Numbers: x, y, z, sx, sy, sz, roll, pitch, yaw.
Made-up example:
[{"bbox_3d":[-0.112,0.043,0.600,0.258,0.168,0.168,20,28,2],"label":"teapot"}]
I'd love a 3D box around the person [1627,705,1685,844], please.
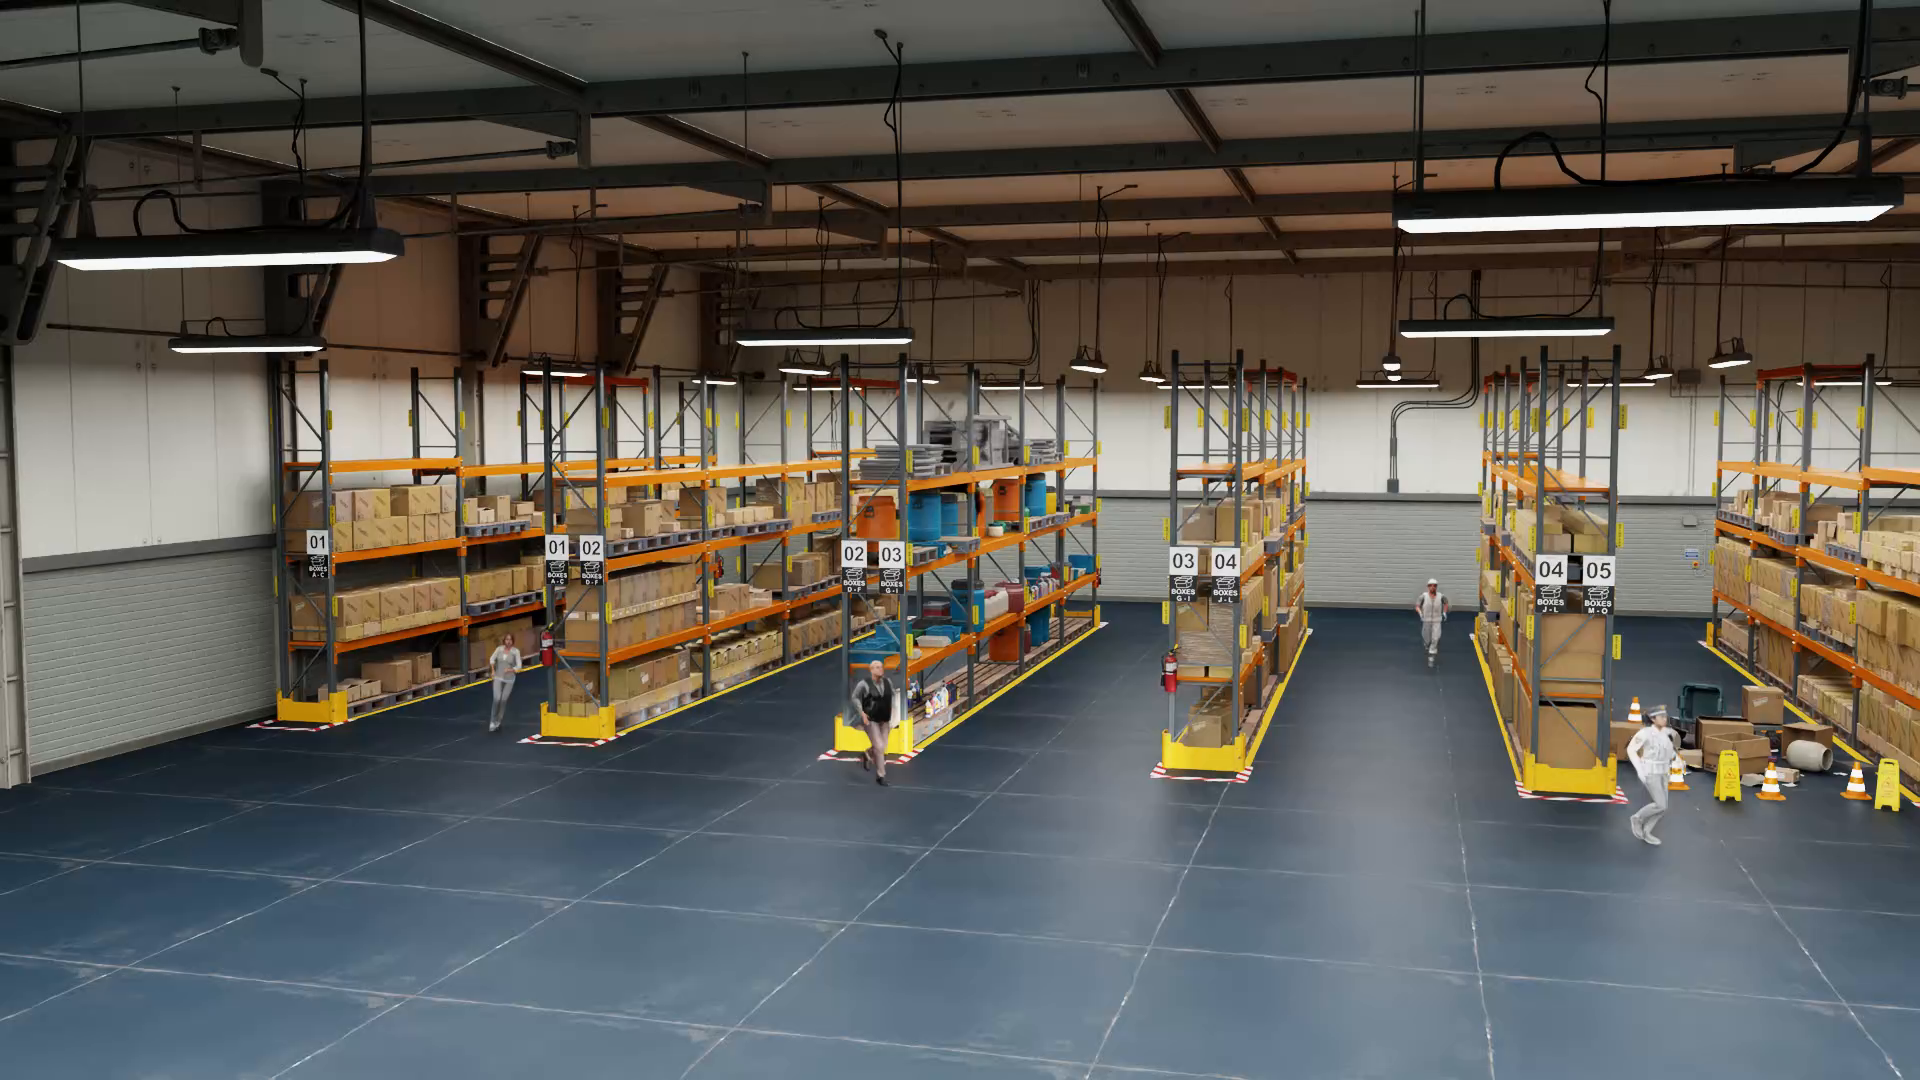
[{"bbox_3d":[8.242,2.766,19.639,0.630,1.658,0.538,-2,5,-28],"label":"person"}]

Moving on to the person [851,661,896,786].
[{"bbox_3d":[-1.192,2.506,23.058,0.652,1.705,0.819,-3,5,-34],"label":"person"}]

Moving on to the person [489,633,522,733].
[{"bbox_3d":[-7.345,2.293,26.849,0.530,1.598,0.615,-1,4,-15],"label":"person"}]

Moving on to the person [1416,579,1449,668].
[{"bbox_3d":[9.674,1.689,34.066,0.663,1.788,0.851,1,4,14],"label":"person"}]
